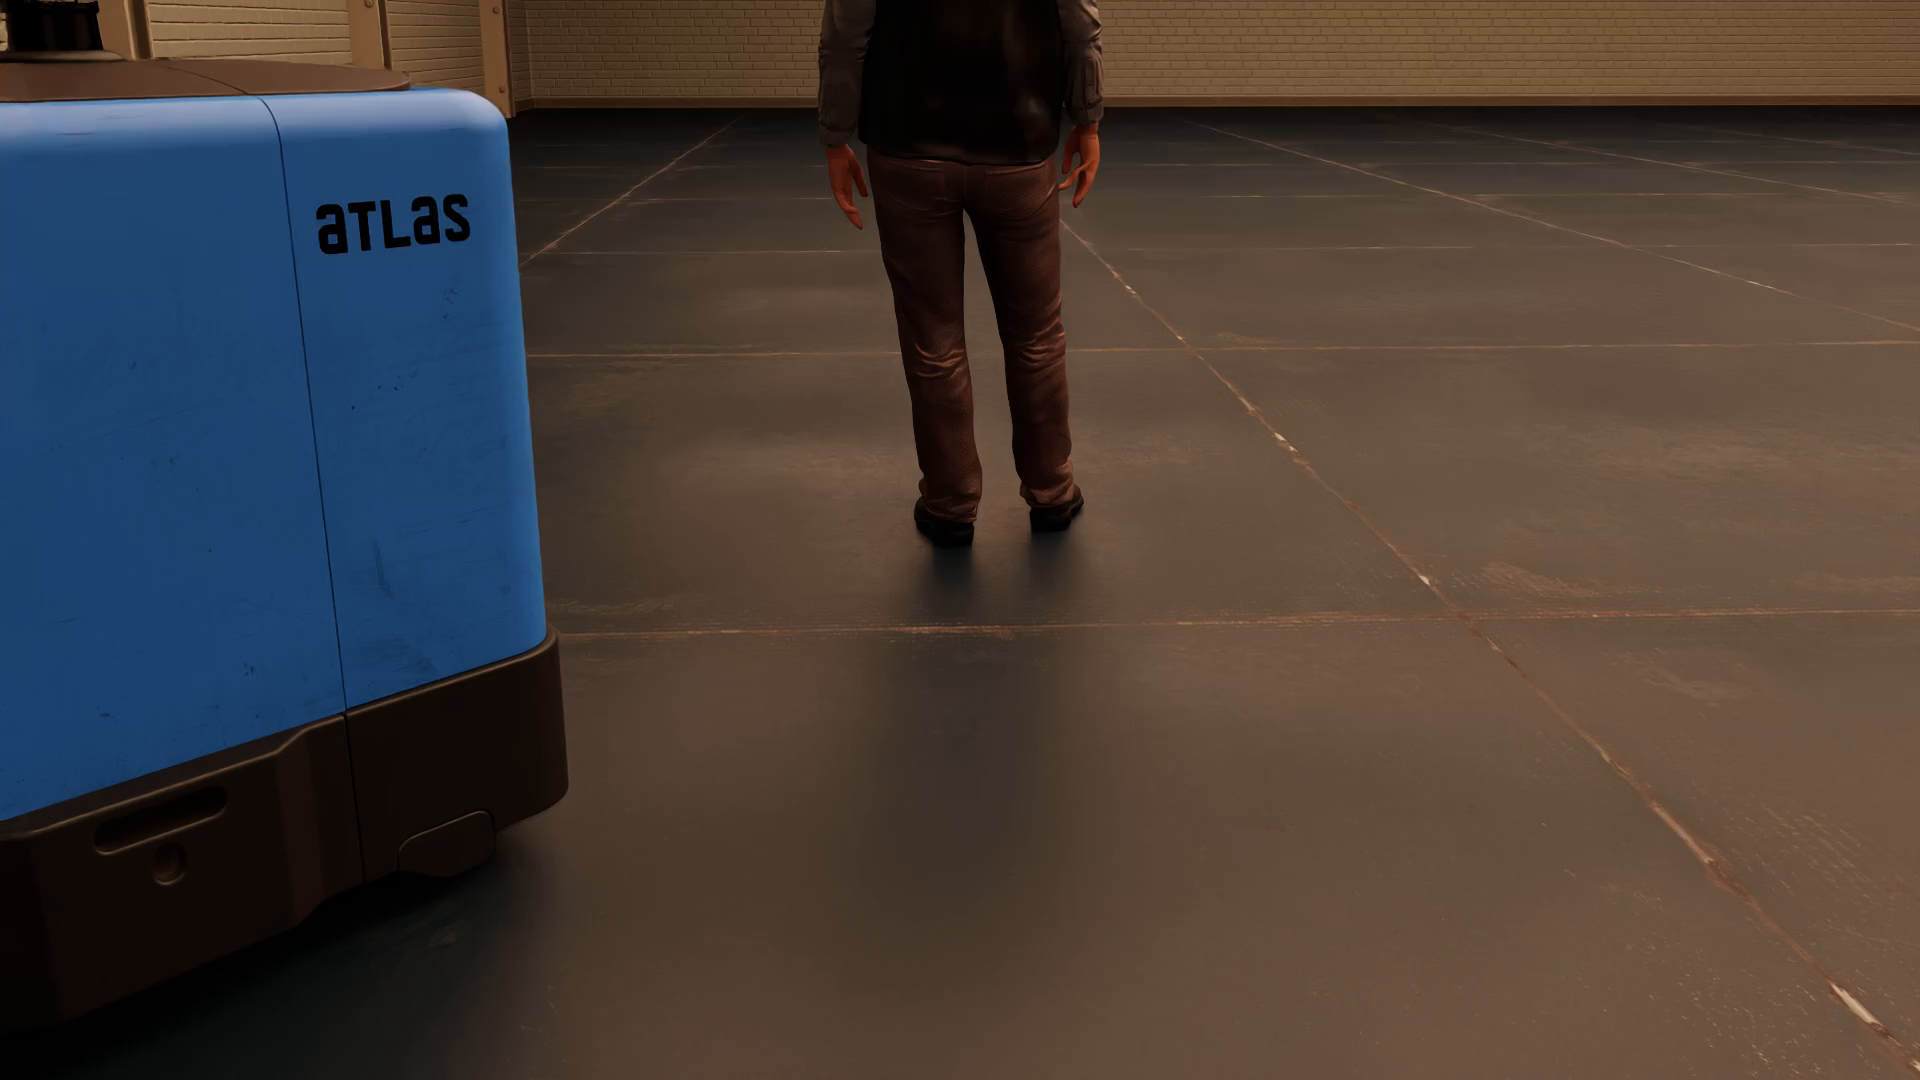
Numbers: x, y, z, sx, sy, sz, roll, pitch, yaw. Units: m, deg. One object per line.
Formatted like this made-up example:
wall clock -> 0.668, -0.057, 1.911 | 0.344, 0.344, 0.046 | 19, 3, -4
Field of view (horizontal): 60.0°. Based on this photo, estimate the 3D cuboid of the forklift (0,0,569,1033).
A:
forklift -> -1.923, -0.728, 1.288 | 1.130, 2.935, 3.031 | 14, 22, 39

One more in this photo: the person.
person -> 0.004, -0.849, 3.724 | 0.633, 1.721, 0.568 | -1, 17, -3
